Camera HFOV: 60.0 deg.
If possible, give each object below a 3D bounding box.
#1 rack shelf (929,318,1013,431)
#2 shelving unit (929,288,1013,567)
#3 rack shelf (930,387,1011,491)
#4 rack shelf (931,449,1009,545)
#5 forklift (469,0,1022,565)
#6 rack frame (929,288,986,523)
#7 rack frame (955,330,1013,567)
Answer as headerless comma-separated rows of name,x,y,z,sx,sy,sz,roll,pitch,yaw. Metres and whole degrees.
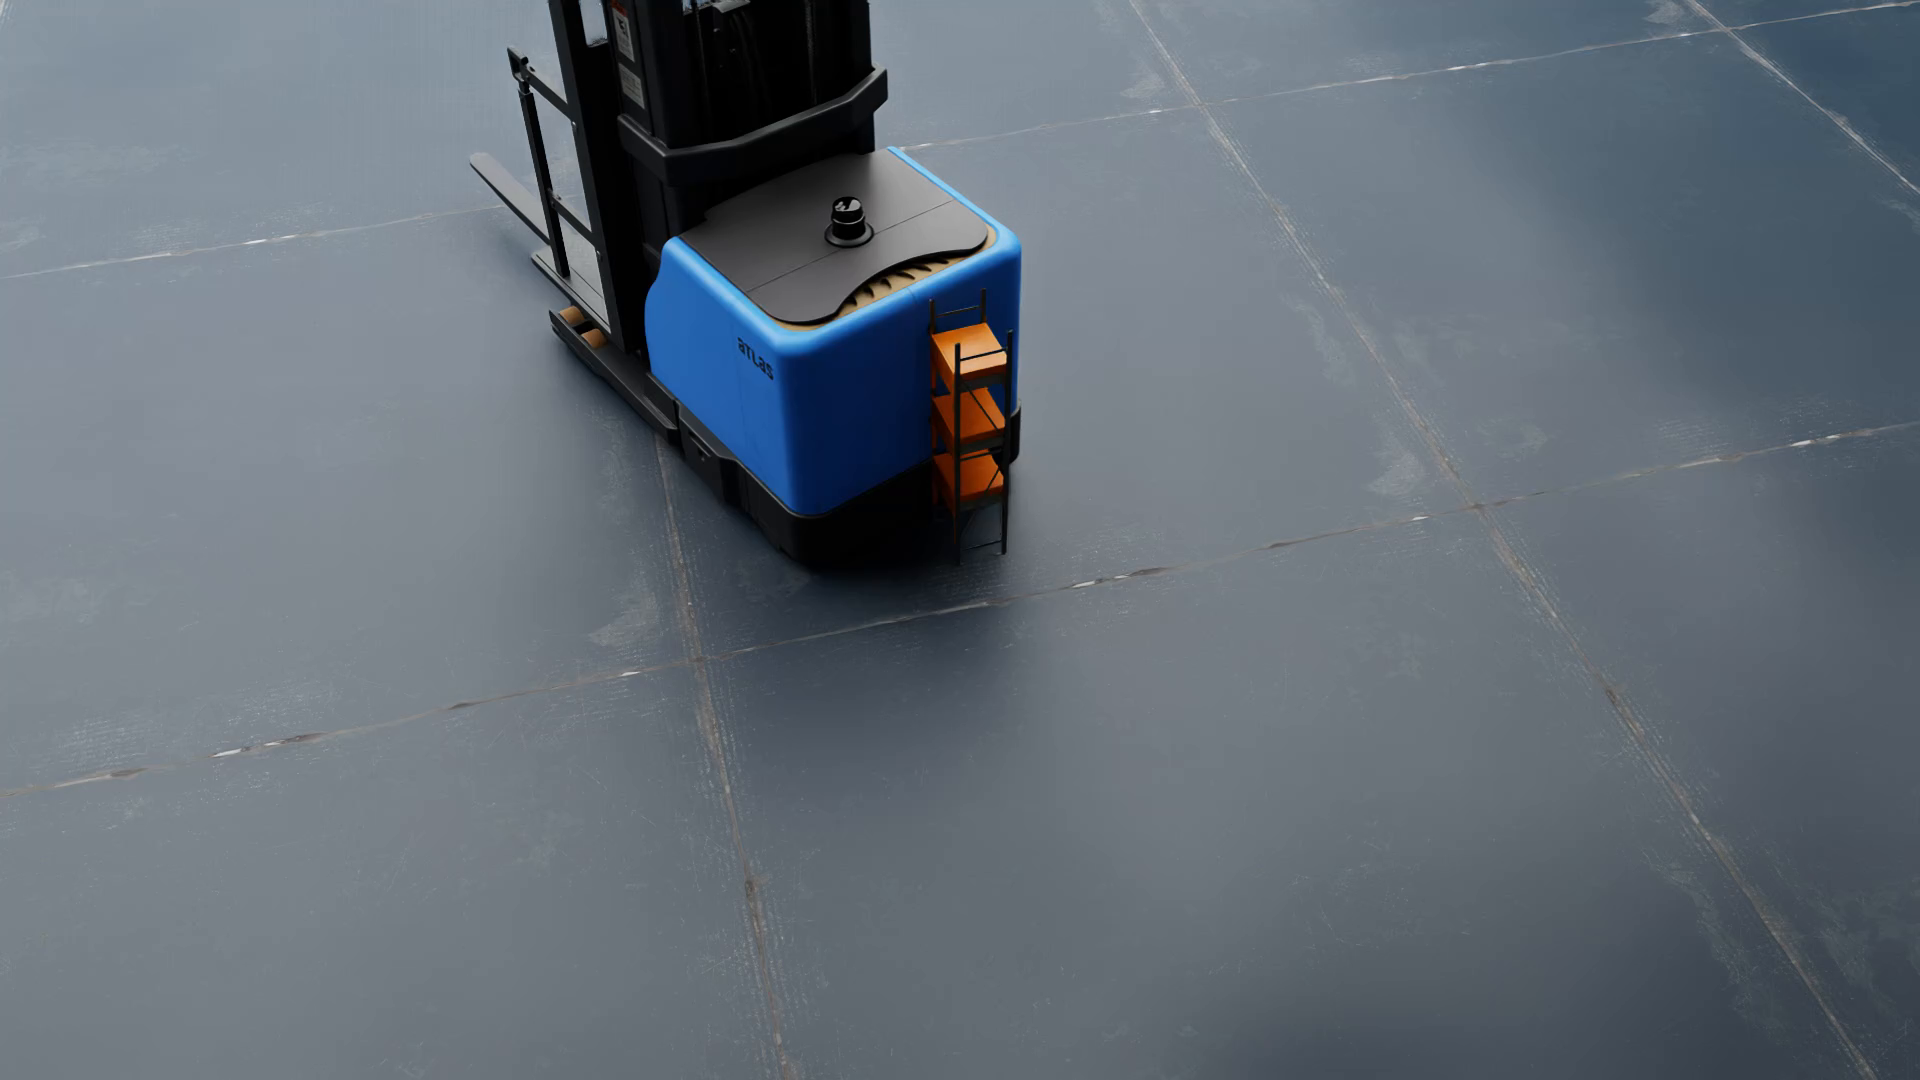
rack shelf,0.035,-0.568,5.689,0.215,0.259,0.240,-15,47,-14
shelving unit,0.035,-0.376,5.884,0.215,1.050,0.252,-15,47,-14
rack shelf,0.035,-0.369,5.891,0.215,0.259,0.240,-15,47,-14
rack shelf,0.035,-0.175,6.090,0.215,0.259,0.240,-15,47,-14
forklift,-1.072,-1.935,6.094,1.130,2.935,3.031,-29,52,-26
rack frame,-0.007,-0.458,5.964,0.200,1.050,0.008,-15,47,-14
rack frame,0.078,-0.295,5.804,0.200,1.050,0.008,-15,47,-14
